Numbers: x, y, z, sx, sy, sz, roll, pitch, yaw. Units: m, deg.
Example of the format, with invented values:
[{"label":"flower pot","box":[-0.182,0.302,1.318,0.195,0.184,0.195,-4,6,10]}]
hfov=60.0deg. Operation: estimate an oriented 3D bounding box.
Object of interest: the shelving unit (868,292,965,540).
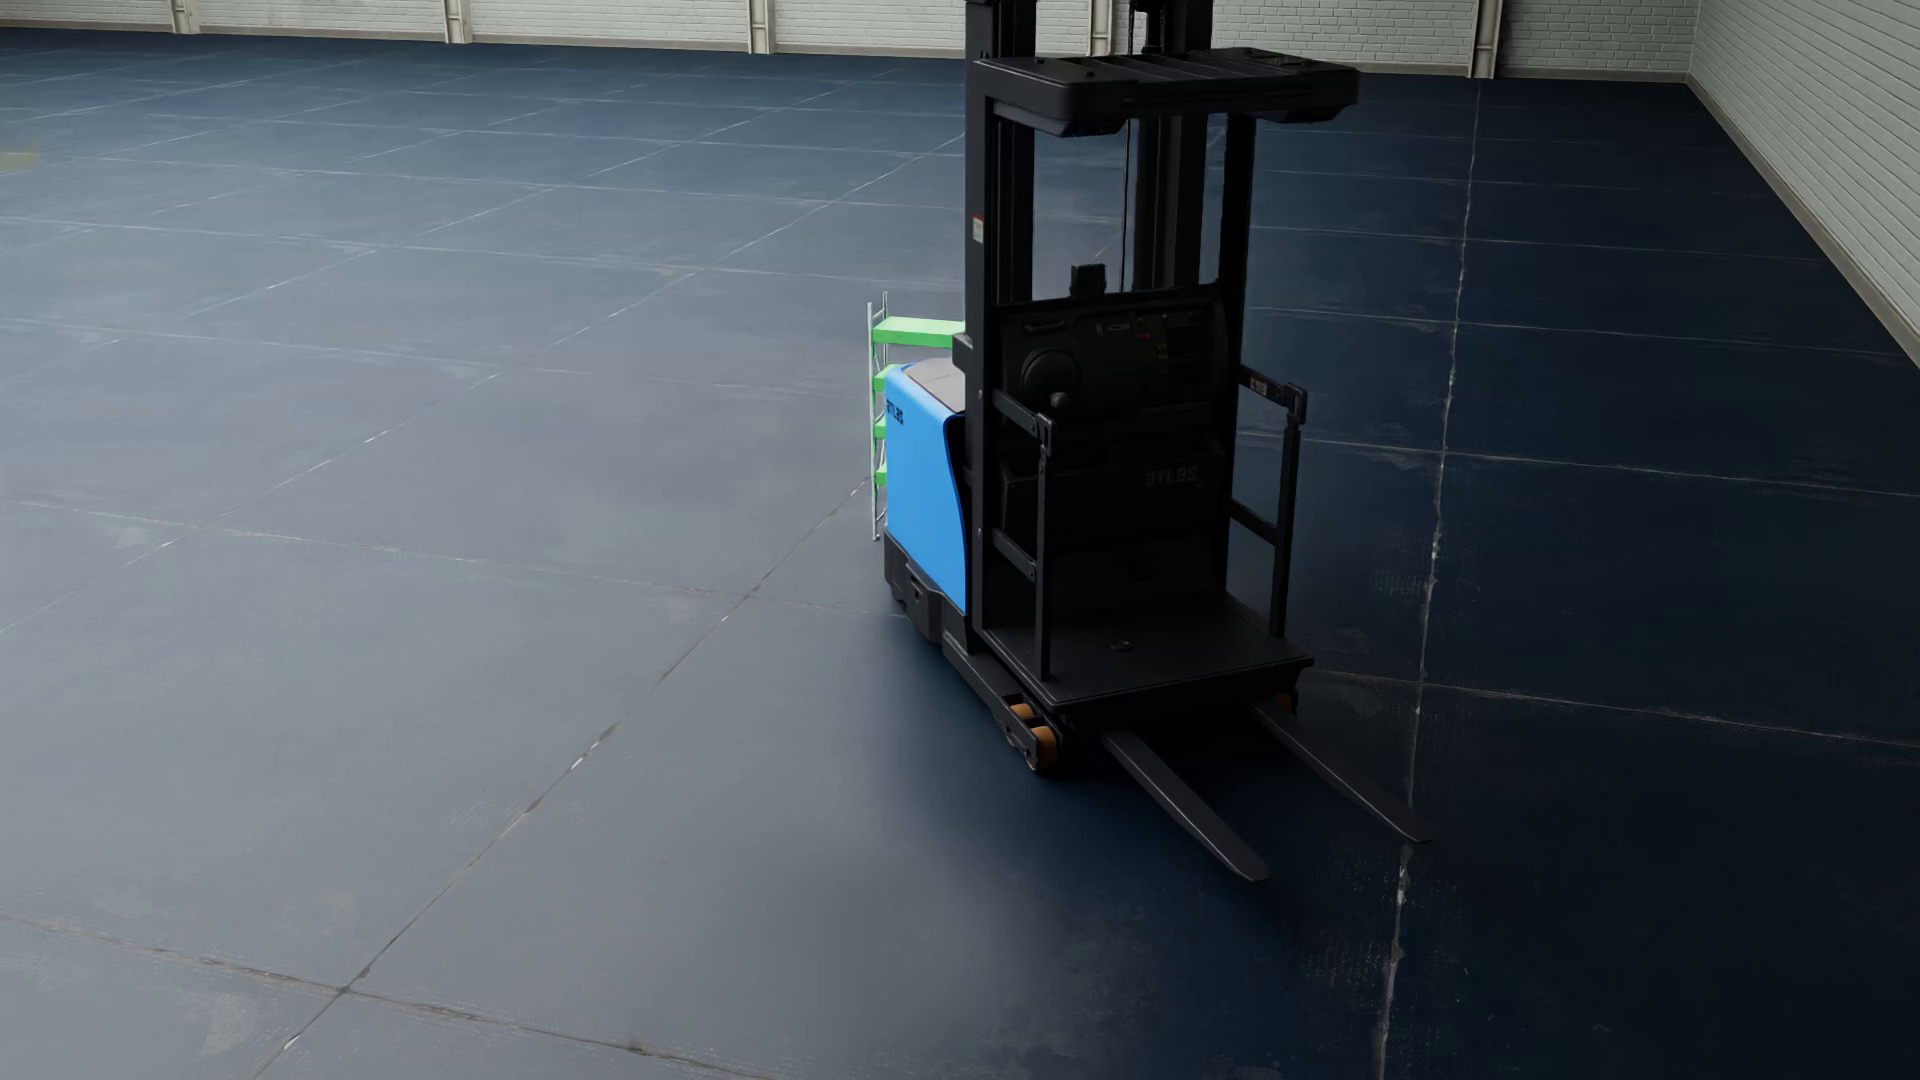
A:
[{"label":"shelving unit","box":[-0.158,-0.573,8.087,0.503,1.200,0.258,7,23,16]}]

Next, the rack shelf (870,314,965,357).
[{"label":"rack shelf","box":[-0.158,-0.958,7.929,0.480,0.148,0.258,7,23,16]}]

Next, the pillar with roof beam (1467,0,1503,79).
[{"label":"pillar with roof beam","box":[6.807,-9.756,20.197,0.400,9.000,9.100,7,23,16]}]

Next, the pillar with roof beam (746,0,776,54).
[{"label":"pillar with roof beam","box":[-4.681,-11.072,23.404,0.400,9.000,9.100,7,23,16]}]

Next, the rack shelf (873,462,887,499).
[{"label":"rack shelf","box":[-0.158,-0.292,8.202,0.480,0.148,0.258,7,23,16]}]

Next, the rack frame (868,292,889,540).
[{"label":"rack frame","box":[-0.392,-0.600,8.152,0.015,1.200,0.240,7,23,16]}]

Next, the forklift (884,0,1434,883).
[{"label":"forklift","box":[0.663,-0.678,6.061,1.130,2.935,3.031,-8,24,-20]}]

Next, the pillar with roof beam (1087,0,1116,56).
[{"label":"pillar with roof beam","box":[1.063,-10.414,21.801,0.400,9.000,9.100,7,23,16]}]

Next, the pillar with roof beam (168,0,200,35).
[{"label":"pillar with roof beam","box":[-16.170,-12.387,26.611,0.400,9.000,9.100,7,23,16]}]

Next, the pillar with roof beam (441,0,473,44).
[{"label":"pillar with roof beam","box":[-10.425,-11.730,25.008,0.400,9.000,9.100,7,23,16]}]

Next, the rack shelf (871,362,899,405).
[{"label":"rack shelf","box":[-0.158,-0.736,8.020,0.480,0.148,0.258,7,23,16]}]

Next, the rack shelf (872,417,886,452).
[{"label":"rack shelf","box":[-0.158,-0.514,8.111,0.480,0.148,0.258,7,23,16]}]
